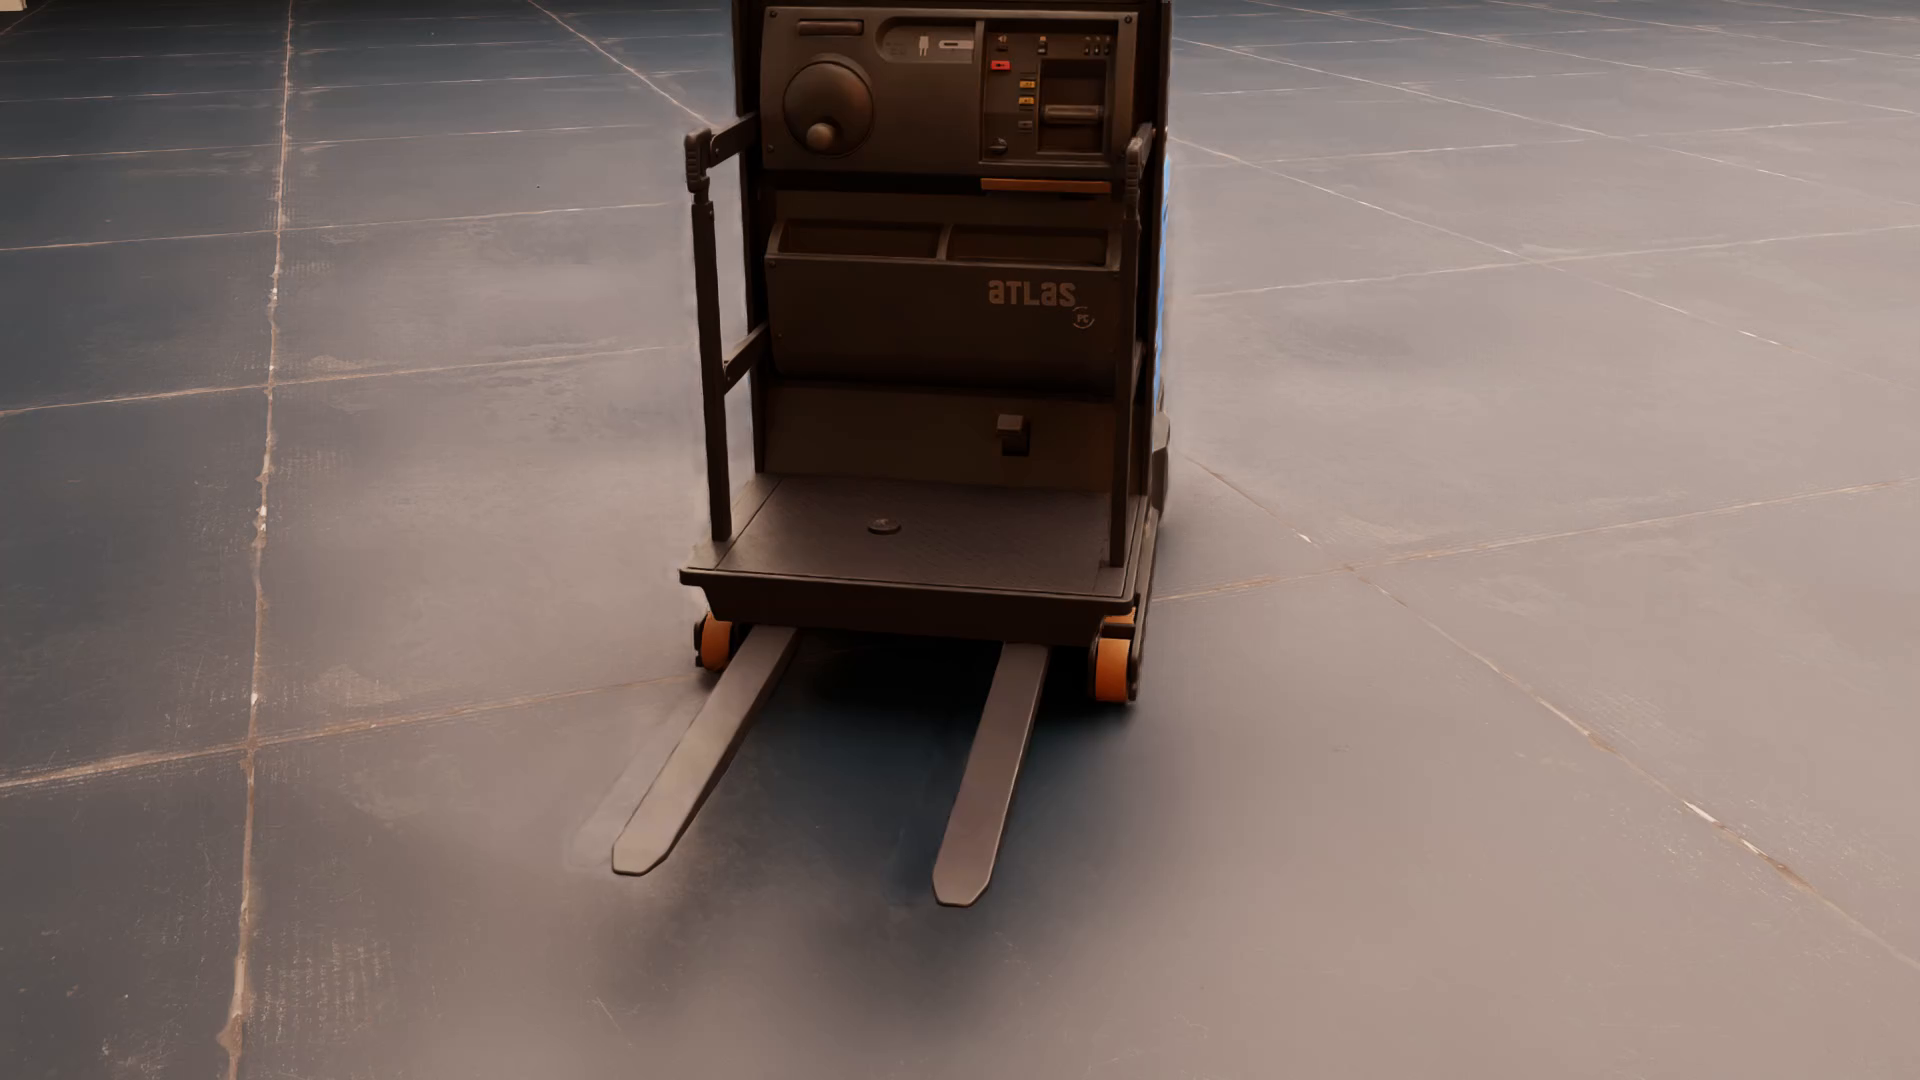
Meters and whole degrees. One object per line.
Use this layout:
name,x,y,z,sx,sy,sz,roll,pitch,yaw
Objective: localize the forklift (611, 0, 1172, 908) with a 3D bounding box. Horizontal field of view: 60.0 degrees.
forklift,-0.066,-1.095,3.902,1.130,2.935,3.031,4,23,9
